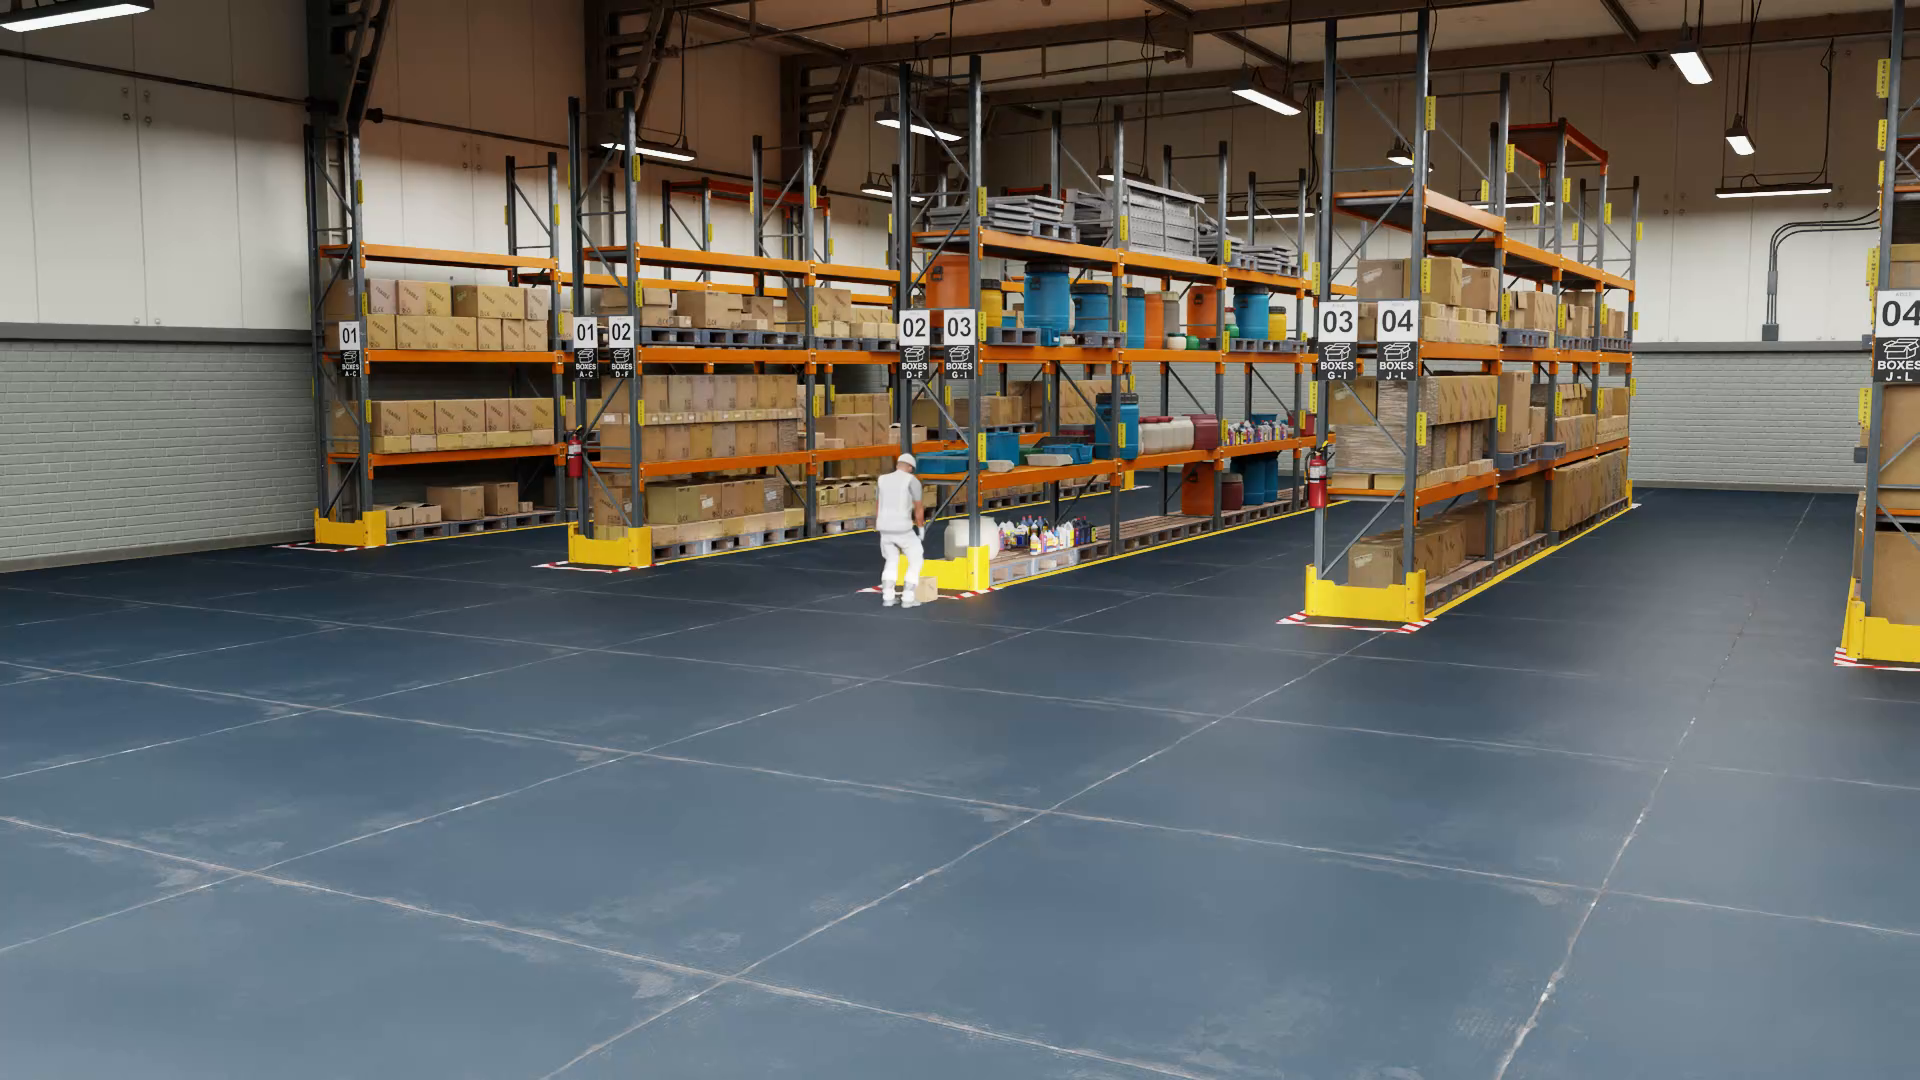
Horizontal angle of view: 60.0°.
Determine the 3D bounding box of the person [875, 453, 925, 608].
[{"bbox_3d":[-0.654,-0.108,17.822,0.568,1.627,0.602,3,7,29],"label":"person"}]
